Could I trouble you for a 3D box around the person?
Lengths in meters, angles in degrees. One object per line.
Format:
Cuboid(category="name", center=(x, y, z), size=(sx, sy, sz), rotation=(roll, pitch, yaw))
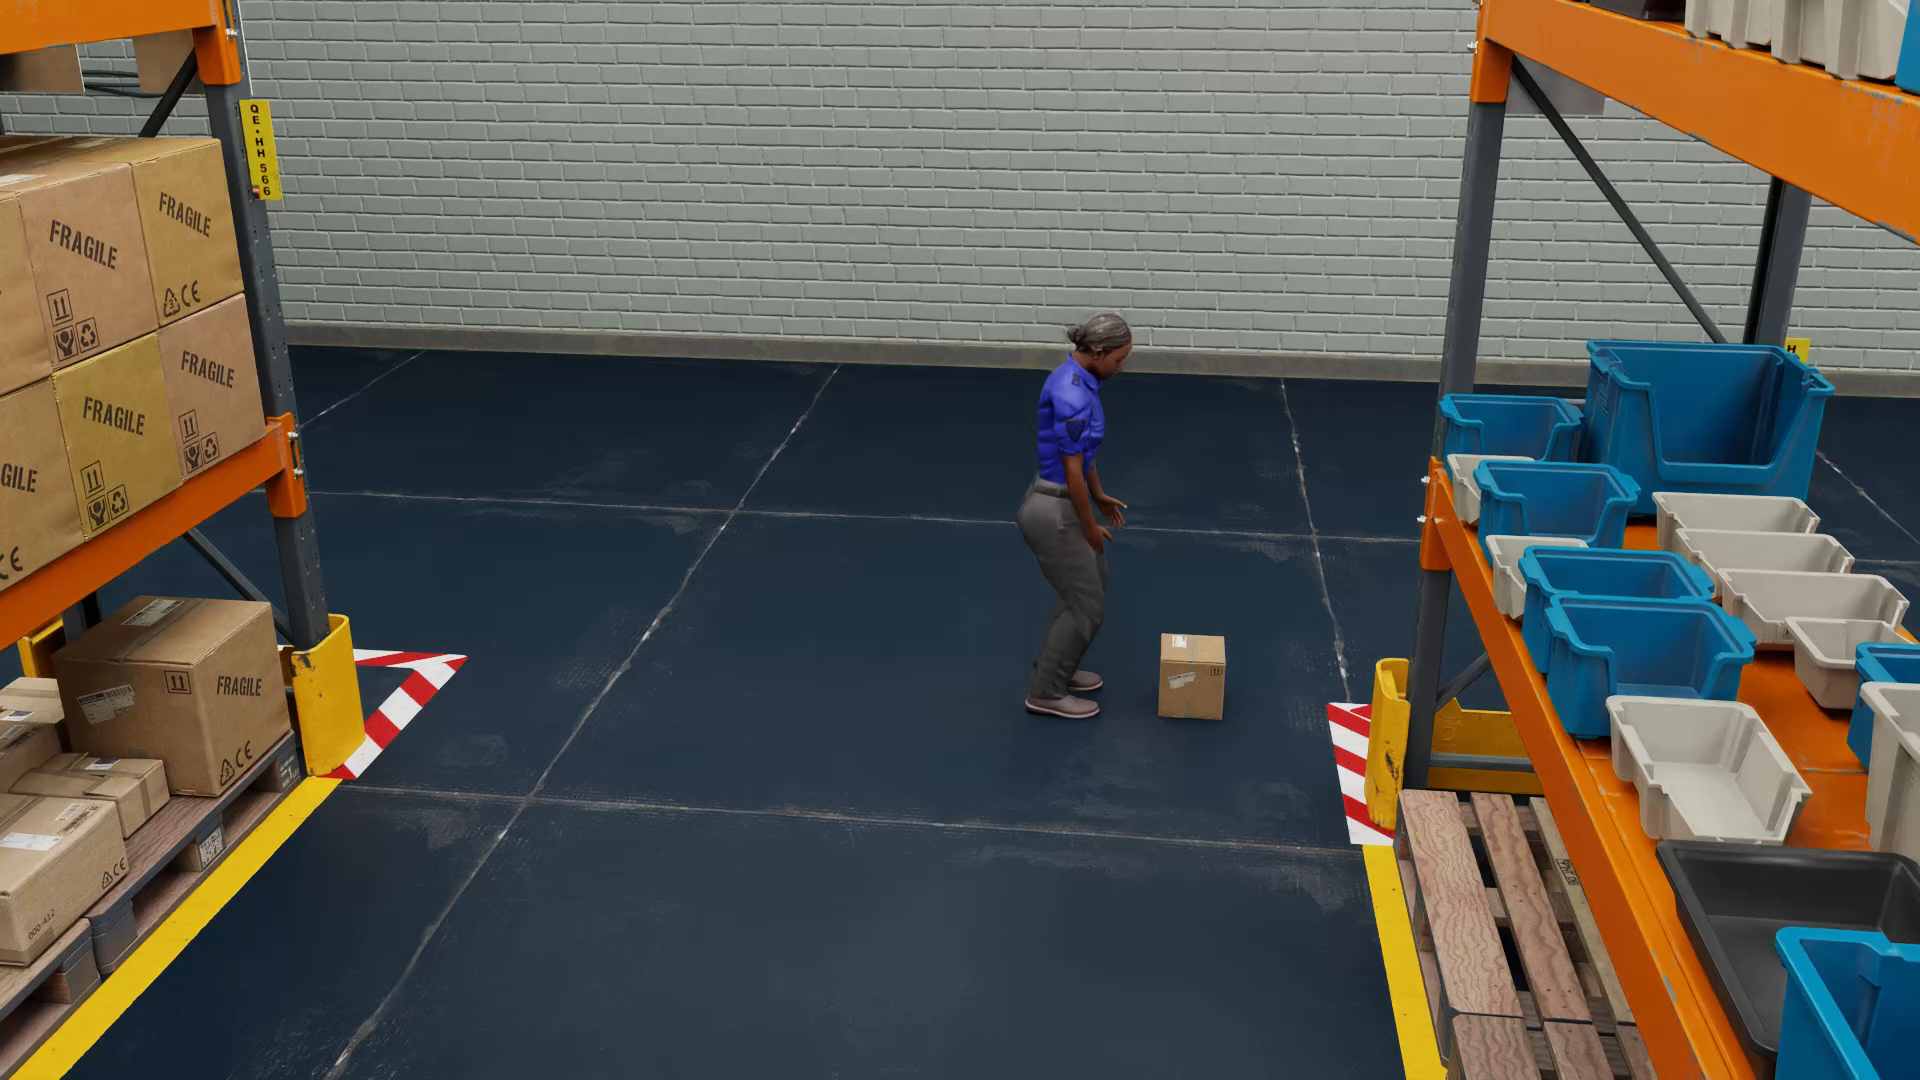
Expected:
Cuboid(category="person", center=(0.438, -0.103, 6.470), size=(0.411, 1.588, 0.465), rotation=(3, 22, 8))
